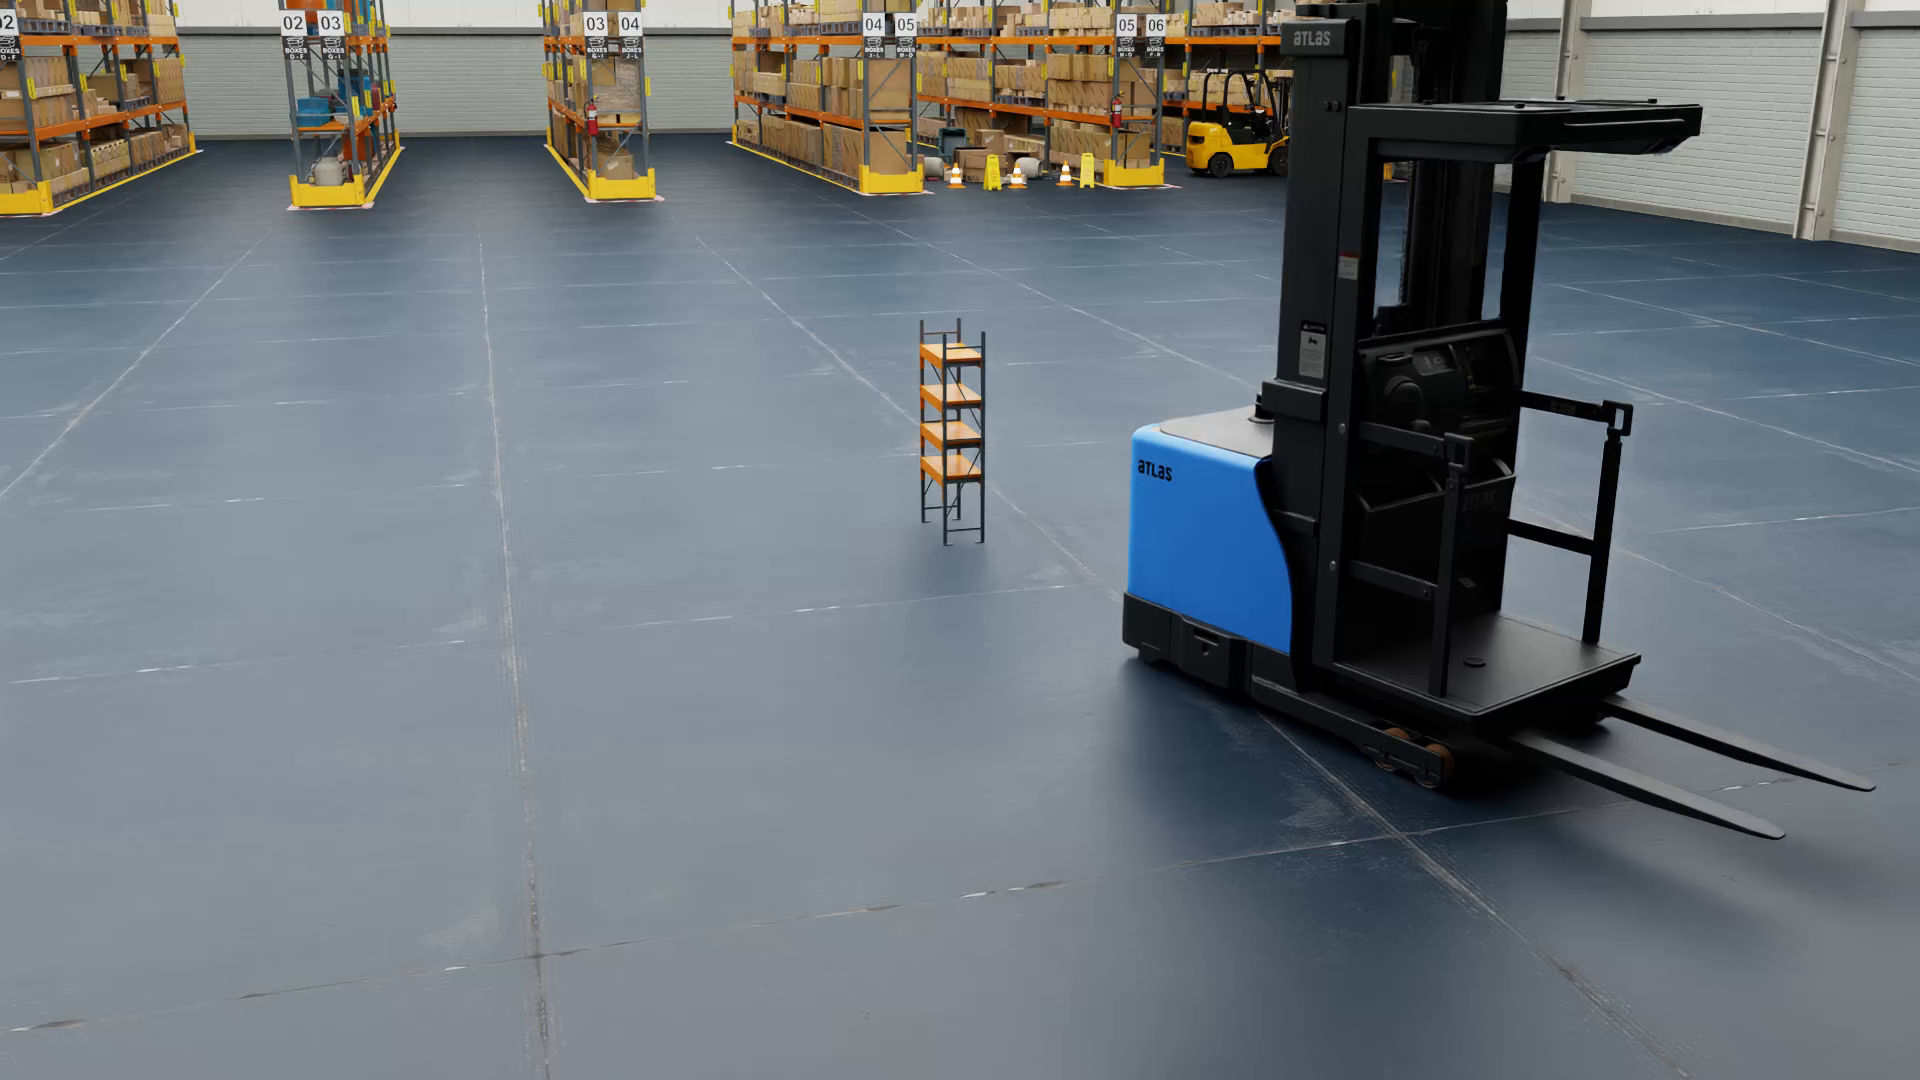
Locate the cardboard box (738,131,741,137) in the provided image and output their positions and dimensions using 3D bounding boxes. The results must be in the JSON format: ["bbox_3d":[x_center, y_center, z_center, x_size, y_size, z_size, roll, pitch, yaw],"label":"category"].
[{"bbox_3d":[-5.857,-11.077,45.341,0.380,0.149,0.250,-4,17,-14],"label":"cardboard box"}]

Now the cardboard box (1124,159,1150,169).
[{"bbox_3d":[3.480,-7.535,33.371,0.500,0.250,0.500,-5,17,-16],"label":"cardboard box"}]

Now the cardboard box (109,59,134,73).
[{"bbox_3d":[-19.304,-10.805,38.297,0.500,0.500,0.500,-5,17,-15],"label":"cardboard box"}]

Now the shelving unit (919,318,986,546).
[{"bbox_3d":[-0.045,-0.620,9.432,0.258,1.200,0.503,-5,17,-15],"label":"shelving unit"}]

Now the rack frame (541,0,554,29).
[{"bbox_3d":[-10.490,-14.921,43.482,1.000,3.000,0.127,-5,17,-15],"label":"rack frame"}]

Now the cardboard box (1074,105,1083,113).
[{"bbox_3d":[2.553,-8.857,34.160,0.380,0.149,0.250,-5,17,-15],"label":"cardboard box"}]

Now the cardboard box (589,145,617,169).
[{"bbox_3d":[-7.121,-7.618,33.216,0.500,0.500,0.500,-5,18,-17],"label":"cardboard box"}]

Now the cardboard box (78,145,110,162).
[{"bbox_3d":[-16.868,-7.515,32.331,0.500,0.311,0.500,-5,18,-17],"label":"cardboard box"}]

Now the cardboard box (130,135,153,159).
[{"bbox_3d":[-18.098,-8.642,36.588,0.500,0.500,0.500,-5,18,-17],"label":"cardboard box"}]

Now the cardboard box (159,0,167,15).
[{"bbox_3d":[-19.859,-13.088,40.683,0.700,0.500,0.500,-5,17,-15],"label":"cardboard box"}]

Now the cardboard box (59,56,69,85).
[{"bbox_3d":[-16.590,-8.493,30.083,0.700,0.500,0.500,-5,17,-15],"label":"cardboard box"}]

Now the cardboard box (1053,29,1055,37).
[{"bbox_3d":[2.185,-10.721,35.153,0.380,0.149,0.250,-5,17,-16],"label":"cardboard box"}]

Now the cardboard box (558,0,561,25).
[{"bbox_3d":[-8.409,-11.408,35.960,0.500,0.500,0.500,-5,17,-15],"label":"cardboard box"}]

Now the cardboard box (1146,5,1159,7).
[{"bbox_3d":[5.059,-13.945,43.744,0.396,0.266,0.258,-5,17,-16],"label":"cardboard box"}]

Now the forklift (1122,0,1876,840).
[{"bbox_3d":[2.031,-0.620,6.422,1.130,2.935,3.031,-12,21,-35],"label":"forklift"}]

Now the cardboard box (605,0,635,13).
[{"bbox_3d":[-6.241,-9.920,30.489,0.500,0.500,0.500,-5,17,-15],"label":"cardboard box"}]

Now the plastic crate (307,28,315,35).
[{"bbox_3d":[-11.669,-9.163,29.556,0.392,0.384,0.575,-5,17,-15],"label":"plastic crate"}]

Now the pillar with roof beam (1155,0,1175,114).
[{"bbox_3d":[1.445,-14.915,43.462,9.100,9.000,0.400,-5,17,-15],"label":"pillar with roof beam"}]

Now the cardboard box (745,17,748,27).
[{"bbox_3d":[-5.245,-13.306,42.712,0.500,0.250,0.500,-4,17,-13],"label":"cardboard box"}]

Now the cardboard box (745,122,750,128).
[{"bbox_3d":[-5.495,-10.998,44.043,0.380,0.149,0.250,-4,17,-14],"label":"cardboard box"}]

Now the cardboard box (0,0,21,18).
[{"bbox_3d":[-15.773,-8.753,27.011,0.797,0.503,0.637,-3,17,-11],"label":"cardboard box"}]

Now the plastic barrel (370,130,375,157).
[{"bbox_3d":[-13.515,-8.936,37.447,0.600,0.588,0.708,-5,17,-15],"label":"plastic barrel"}]

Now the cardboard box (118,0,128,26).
[{"bbox_3d":[-18.643,-11.564,36.445,0.600,0.600,0.600,-5,17,-16],"label":"cardboard box"}]

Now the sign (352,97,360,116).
[{"bbox_3d":[-10.325,-7.405,28.409,0.100,0.325,0.005,-5,17,-15],"label":"sign"}]

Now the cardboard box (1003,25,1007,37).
[{"bbox_3d":[1.230,-11.819,38.605,0.396,0.266,0.258,-5,17,-15],"label":"cardboard box"}]

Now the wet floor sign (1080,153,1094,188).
[{"bbox_3d":[2.459,-7.141,32.102,0.267,0.644,0.232,1,17,4],"label":"wet floor sign"}]

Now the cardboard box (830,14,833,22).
[{"bbox_3d":[-2.341,-10.249,32.676,0.380,0.149,0.250,-5,17,-16],"label":"cardboard box"}]

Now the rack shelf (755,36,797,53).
[{"bbox_3d":[-4.044,-11.844,39.705,1.077,0.370,4.000,-5,17,-15],"label":"rack shelf"}]

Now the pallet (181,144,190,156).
[{"bbox_3d":[-19.775,-9.688,41.339,1.003,0.211,1.213,-5,17,-15],"label":"pallet"}]

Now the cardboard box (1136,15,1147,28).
[{"bbox_3d":[3.554,-10.073,32.301,0.500,0.250,0.500,-5,17,-16],"label":"cardboard box"}]

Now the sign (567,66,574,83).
[{"bbox_3d":[-7.725,-9.238,32.979,0.100,0.325,0.005,-5,17,-15],"label":"sign"}]

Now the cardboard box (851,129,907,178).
[{"bbox_3d":[-1.546,-7.352,31.677,0.875,0.875,0.875,-5,17,-15],"label":"cardboard box"}]

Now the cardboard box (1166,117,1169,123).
[{"bbox_3d":[5.466,-10.669,42.243,0.380,0.149,0.250,-4,17,-14],"label":"cardboard box"}]

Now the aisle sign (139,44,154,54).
[{"bbox_3d":[-20.317,-12.506,41.353,0.394,0.787,0.004,-5,17,-15],"label":"aisle sign"}]

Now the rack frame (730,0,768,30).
[{"bbox_3d":[-5.693,-15.285,44.695,1.000,3.000,0.127,-5,17,-15],"label":"rack frame"}]

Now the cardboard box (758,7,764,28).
[{"bbox_3d":[-4.595,-12.877,40.990,0.700,0.500,0.500,-5,17,-15],"label":"cardboard box"}]

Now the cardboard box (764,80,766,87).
[{"bbox_3d":[-4.496,-10.951,39.884,0.380,0.149,0.250,-5,17,-16],"label":"cardboard box"}]

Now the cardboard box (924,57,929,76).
[{"bbox_3d":[-0.668,-12.780,44.873,0.500,0.500,0.500,-5,17,-15],"label":"cardboard box"}]

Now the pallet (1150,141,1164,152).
[{"bbox_3d":[5.508,-10.222,43.117,1.003,0.211,1.213,-5,17,-15],"label":"pallet"}]

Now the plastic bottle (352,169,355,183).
[{"bbox_3d":[-11.054,-6.660,30.389,0.097,0.271,0.097,0,17,0],"label":"plastic bottle"}]

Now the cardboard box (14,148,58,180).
[{"bbox_3d":[-15.691,-6.387,28.247,0.500,0.500,0.500,-5,17,-15],"label":"cardboard box"}]

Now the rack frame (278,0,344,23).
[{"bbox_3d":[-10.855,-10.103,27.445,1.000,3.000,0.127,-5,17,-15],"label":"rack frame"}]

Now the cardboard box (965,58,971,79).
[{"bbox_3d":[0.432,-11.687,41.233,0.500,0.500,0.500,-5,17,-16],"label":"cardboard box"}]

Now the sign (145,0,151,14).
[{"bbox_3d":[-18.384,-12.077,37.645,0.100,0.325,0.005,-5,17,-15],"label":"sign"}]

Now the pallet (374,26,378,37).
[{"bbox_3d":[-13.170,-11.009,36.001,1.003,0.211,1.213,-5,17,-15],"label":"pallet"}]

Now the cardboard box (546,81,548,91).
[{"bbox_3d":[-10.618,-11.964,43.811,0.500,0.250,0.500,-5,17,-17],"label":"cardboard box"}]

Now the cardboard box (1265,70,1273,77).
[{"bbox_3d":[6.910,-10.295,36.691,0.380,0.149,0.250,-4,17,-14],"label":"cardboard box"}]

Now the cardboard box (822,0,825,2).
[{"bbox_3d":[-2.551,-10.842,33.263,0.380,0.149,0.250,-5,17,-16],"label":"cardboard box"}]

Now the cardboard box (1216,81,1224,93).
[{"bbox_3d":[6.323,-10.613,38.962,0.500,0.250,0.500,-4,17,-14],"label":"cardboard box"}]

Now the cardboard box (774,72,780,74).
[{"bbox_3d":[-4.488,-11.653,42.340,0.500,0.500,0.500,-5,17,-16],"label":"cardboard box"}]

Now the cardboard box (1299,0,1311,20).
[{"bbox_3d":[7.542,-11.093,34.871,0.797,0.503,0.637,-4,17,-13],"label":"cardboard box"}]

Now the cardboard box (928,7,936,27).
[{"bbox_3d":[-0.552,-13.995,44.537,0.500,0.500,0.500,-4,17,-14],"label":"cardboard box"}]

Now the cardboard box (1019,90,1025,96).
[{"bbox_3d":[1.545,-10.144,37.713,0.380,0.149,0.250,-4,17,-14],"label":"cardboard box"}]

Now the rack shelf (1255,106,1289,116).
[{"bbox_3d":[7.658,-9.007,35.475,1.077,0.370,4.000,-5,17,-15],"label":"rack shelf"}]

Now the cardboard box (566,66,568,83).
[{"bbox_3d":[-8.653,-10.747,38.098,0.797,0.503,0.637,-4,17,-14],"label":"cardboard box"}]

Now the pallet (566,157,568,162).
[{"bbox_3d":[-8.767,-9.060,39.247,1.003,0.211,1.213,-5,17,-15],"label":"pallet"}]

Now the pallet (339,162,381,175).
[{"bbox_3d":[-12.878,-7.890,35.353,1.003,0.211,1.213,-5,17,-15],"label":"pallet"}]
